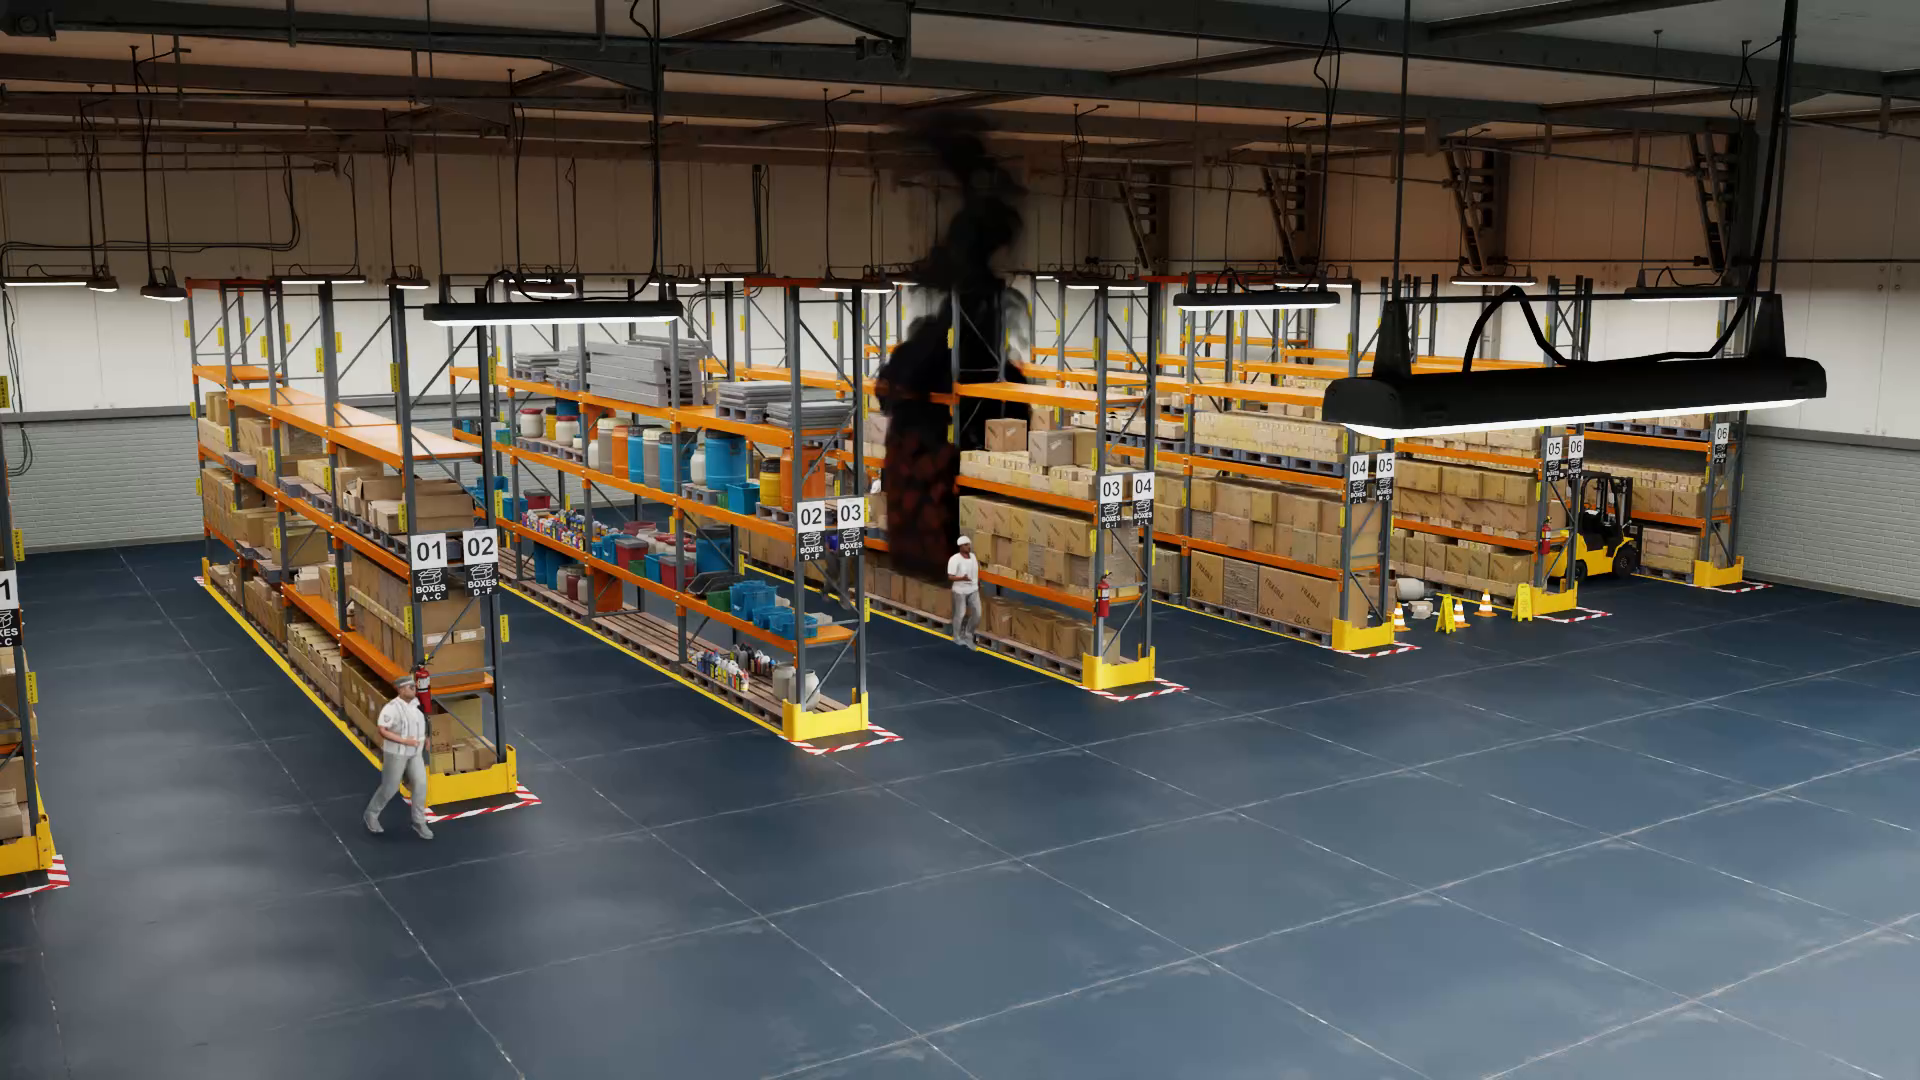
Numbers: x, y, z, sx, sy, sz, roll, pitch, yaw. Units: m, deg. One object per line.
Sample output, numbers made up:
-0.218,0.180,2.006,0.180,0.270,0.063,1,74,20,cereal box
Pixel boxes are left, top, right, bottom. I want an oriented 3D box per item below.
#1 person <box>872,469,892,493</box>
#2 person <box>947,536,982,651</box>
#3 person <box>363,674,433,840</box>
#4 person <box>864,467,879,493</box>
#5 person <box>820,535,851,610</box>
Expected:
-1.771,-0.792,37.664,0.615,1.734,0.873,-6,11,-30,person
0.127,0.849,26.098,0.677,1.833,0.651,-7,12,-35,person
-6.174,2.382,18.554,0.863,1.790,0.723,4,11,25,person
-2.195,-1.549,42.098,0.636,1.735,0.668,-6,12,-34,person
-2.173,0.359,29.237,0.579,1.671,0.784,-7,12,-38,person
